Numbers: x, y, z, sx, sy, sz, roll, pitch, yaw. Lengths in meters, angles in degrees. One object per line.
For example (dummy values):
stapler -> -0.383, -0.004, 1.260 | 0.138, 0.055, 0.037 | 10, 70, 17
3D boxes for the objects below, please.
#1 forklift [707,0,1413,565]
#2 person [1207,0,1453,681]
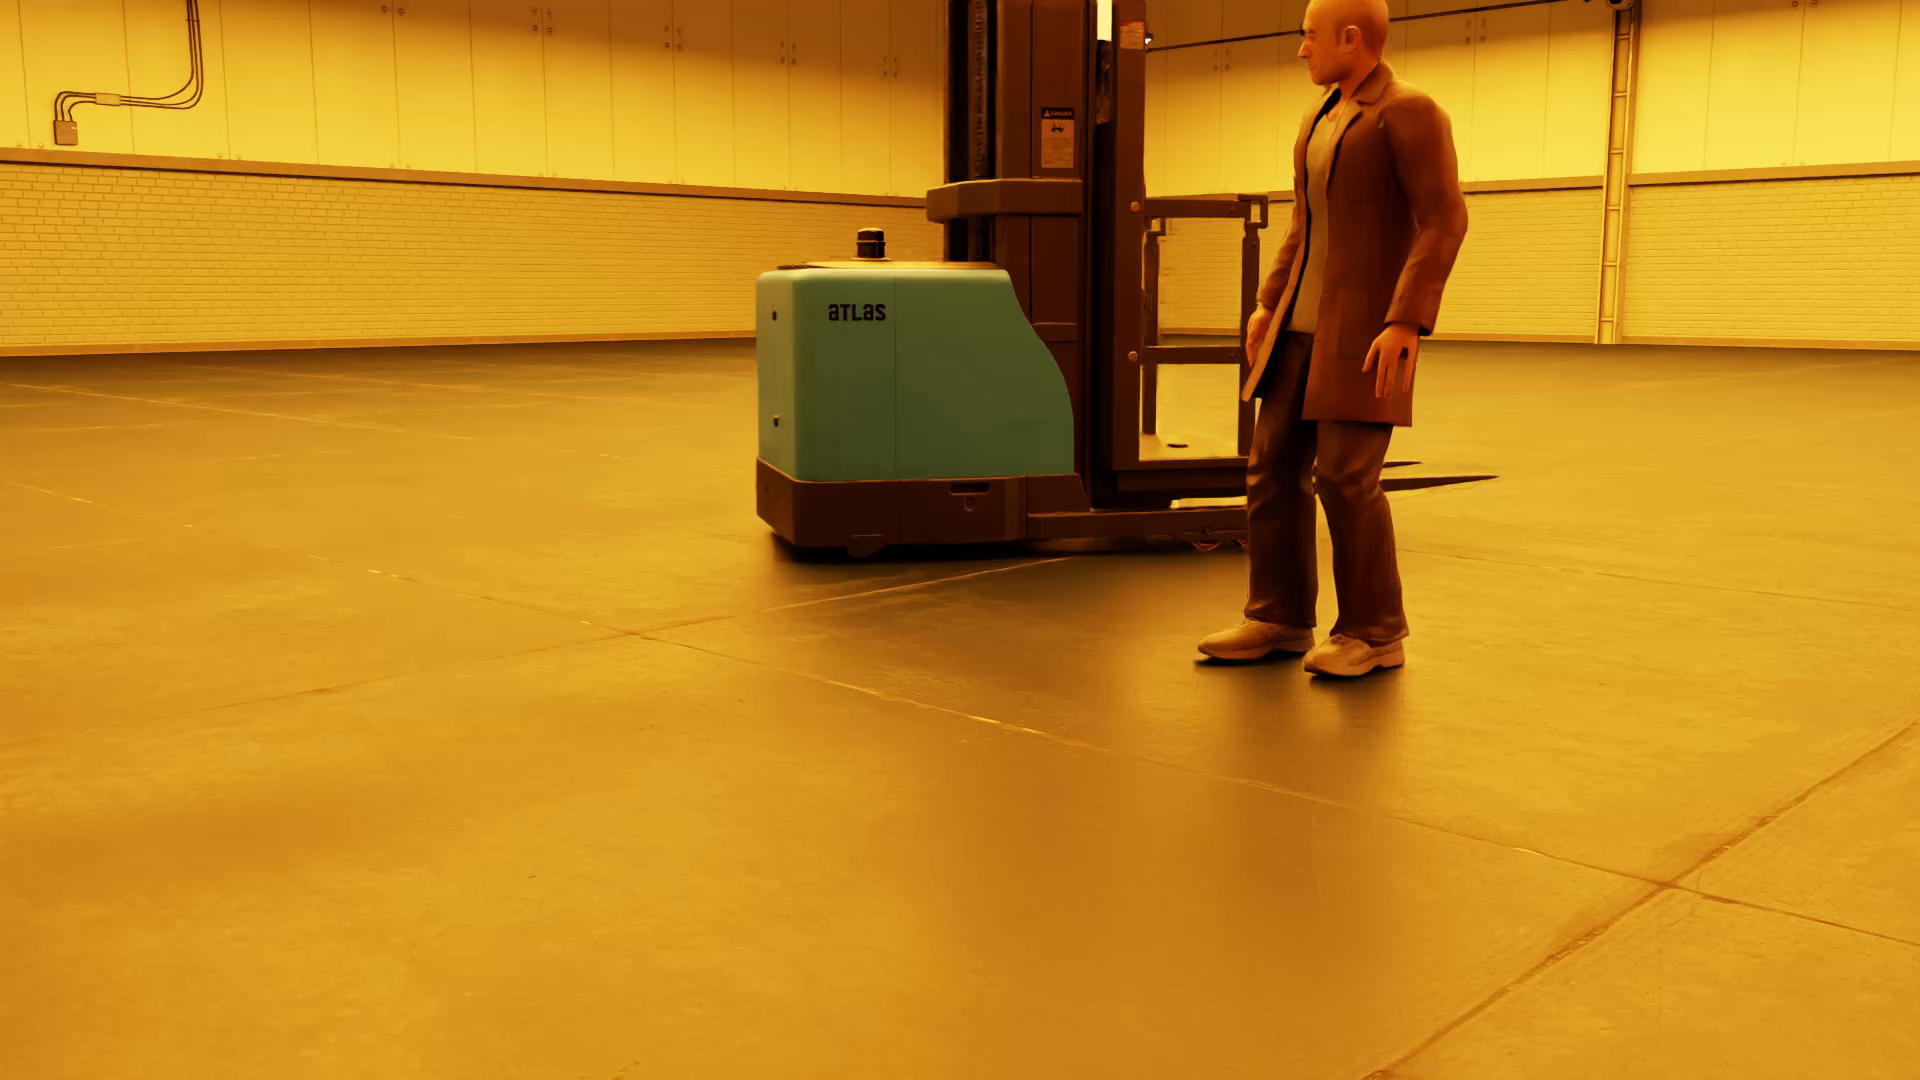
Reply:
forklift -> 0.534, -1.493, 6.791 | 3.031, 2.935, 1.130 | -5, 10, -28
person -> 0.985, -0.540, 4.348 | 0.433, 1.772, 0.651 | -4, 10, -26
